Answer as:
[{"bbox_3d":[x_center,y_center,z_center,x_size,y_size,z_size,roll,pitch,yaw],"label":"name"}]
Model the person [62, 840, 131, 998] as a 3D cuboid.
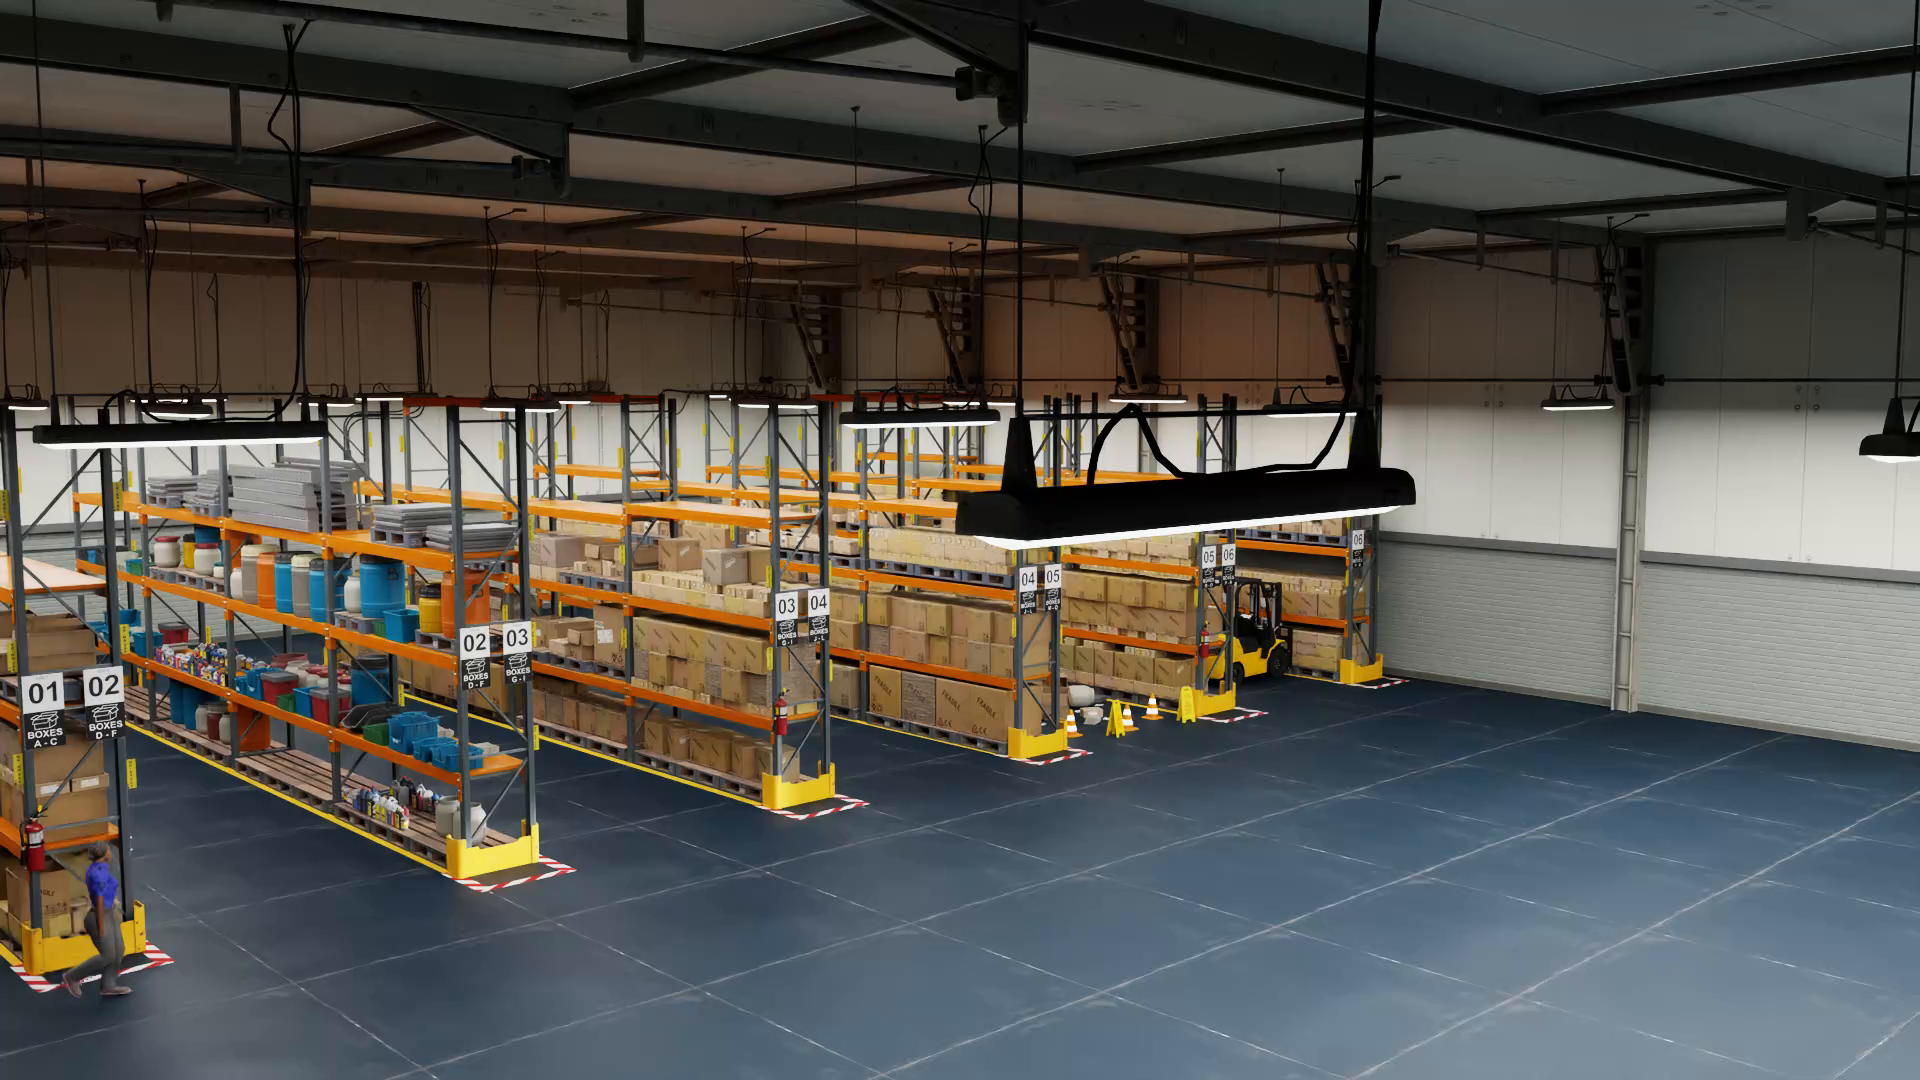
[{"bbox_3d":[-8.830,3.872,16.970,0.587,1.628,0.483,-1,6,-12],"label":"person"}]
